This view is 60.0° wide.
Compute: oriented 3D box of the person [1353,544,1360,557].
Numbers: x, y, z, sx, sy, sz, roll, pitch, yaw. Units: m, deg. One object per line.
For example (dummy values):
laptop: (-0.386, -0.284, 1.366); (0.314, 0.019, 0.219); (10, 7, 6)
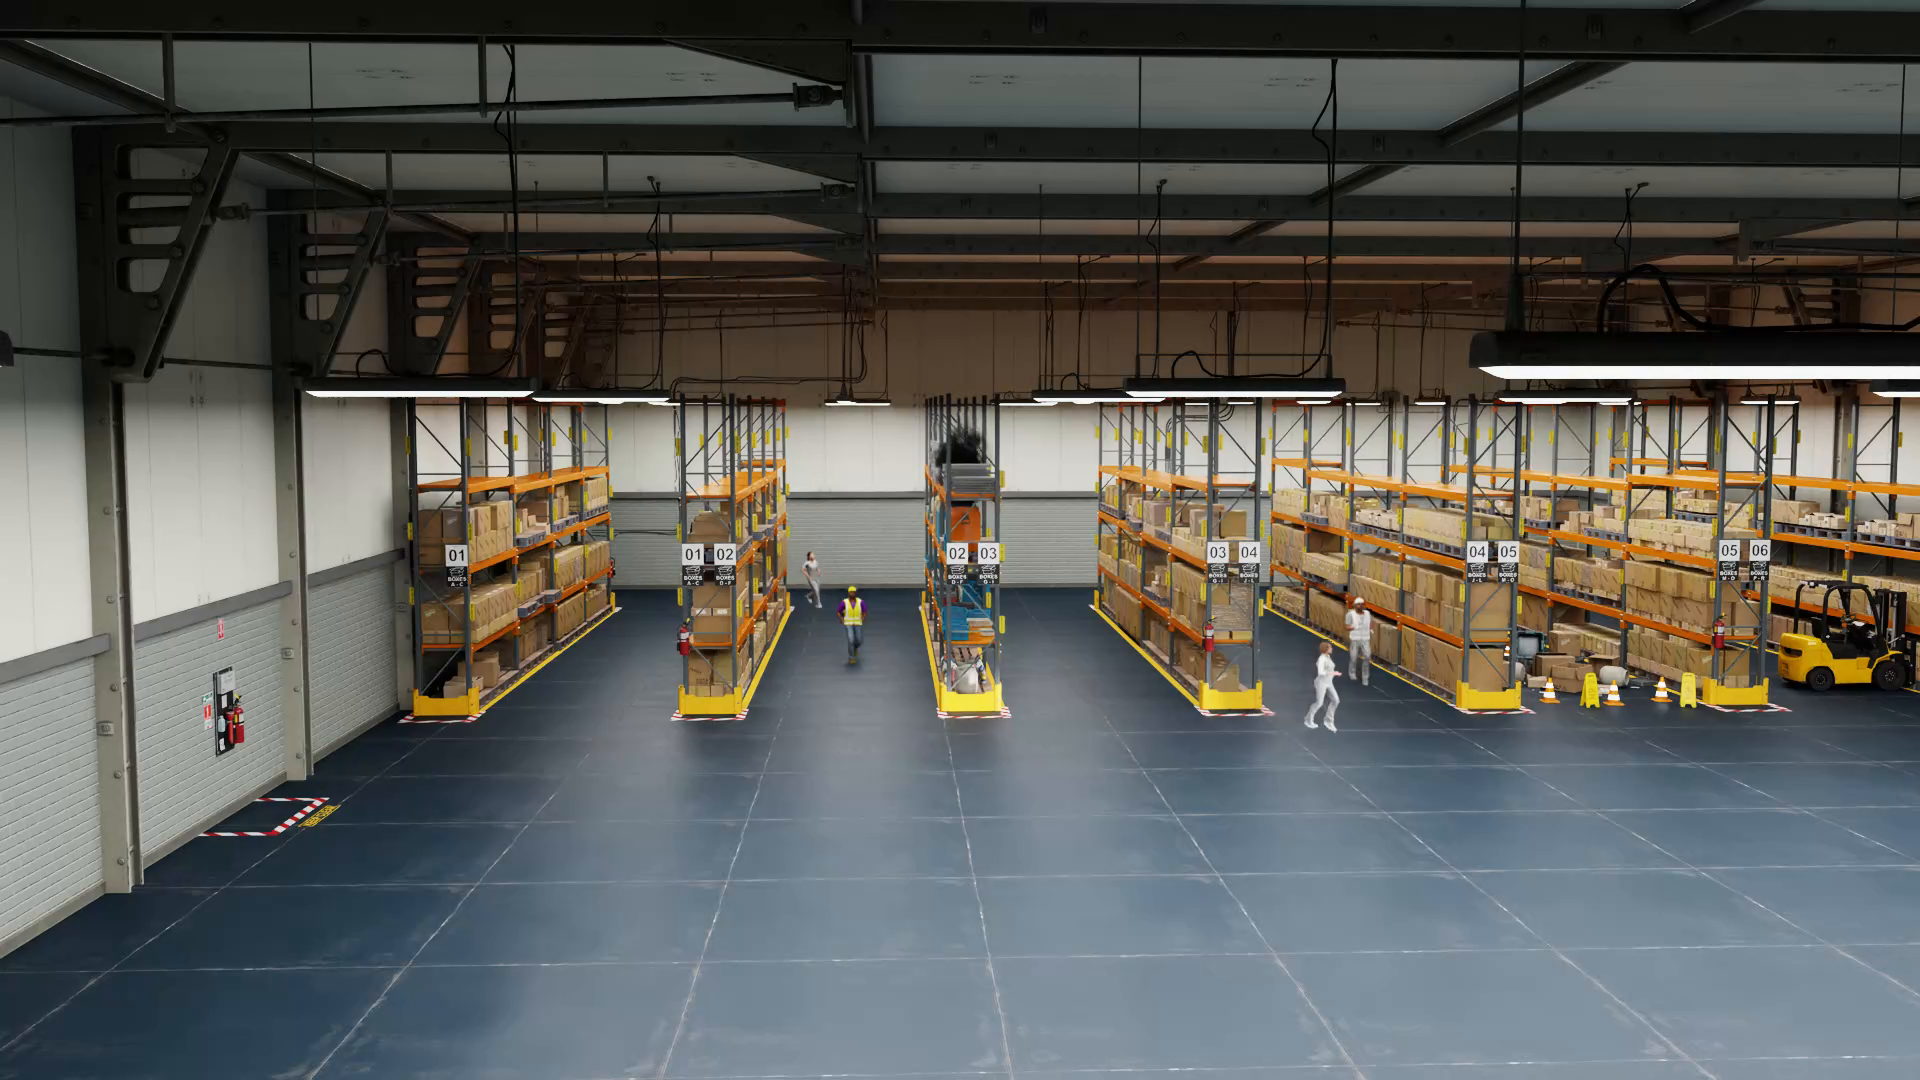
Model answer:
person: (11.837, 0.989, 49.306); (0.808, 1.736, 0.574); (1, 5, 7)

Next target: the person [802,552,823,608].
person: (-4.282, 1.136, 47.805); (0.711, 1.627, 0.569); (4, 6, 44)

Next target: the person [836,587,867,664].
person: (-2.429, 1.903, 37.476); (0.704, 1.723, 0.694); (-1, 5, -13)

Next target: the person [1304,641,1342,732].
person: (6.436, 2.602, 29.443); (0.702, 1.629, 0.524); (3, 6, 36)

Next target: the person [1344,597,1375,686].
person: (8.301, 2.110, 34.514); (0.658, 1.838, 0.761); (0, 5, 0)
